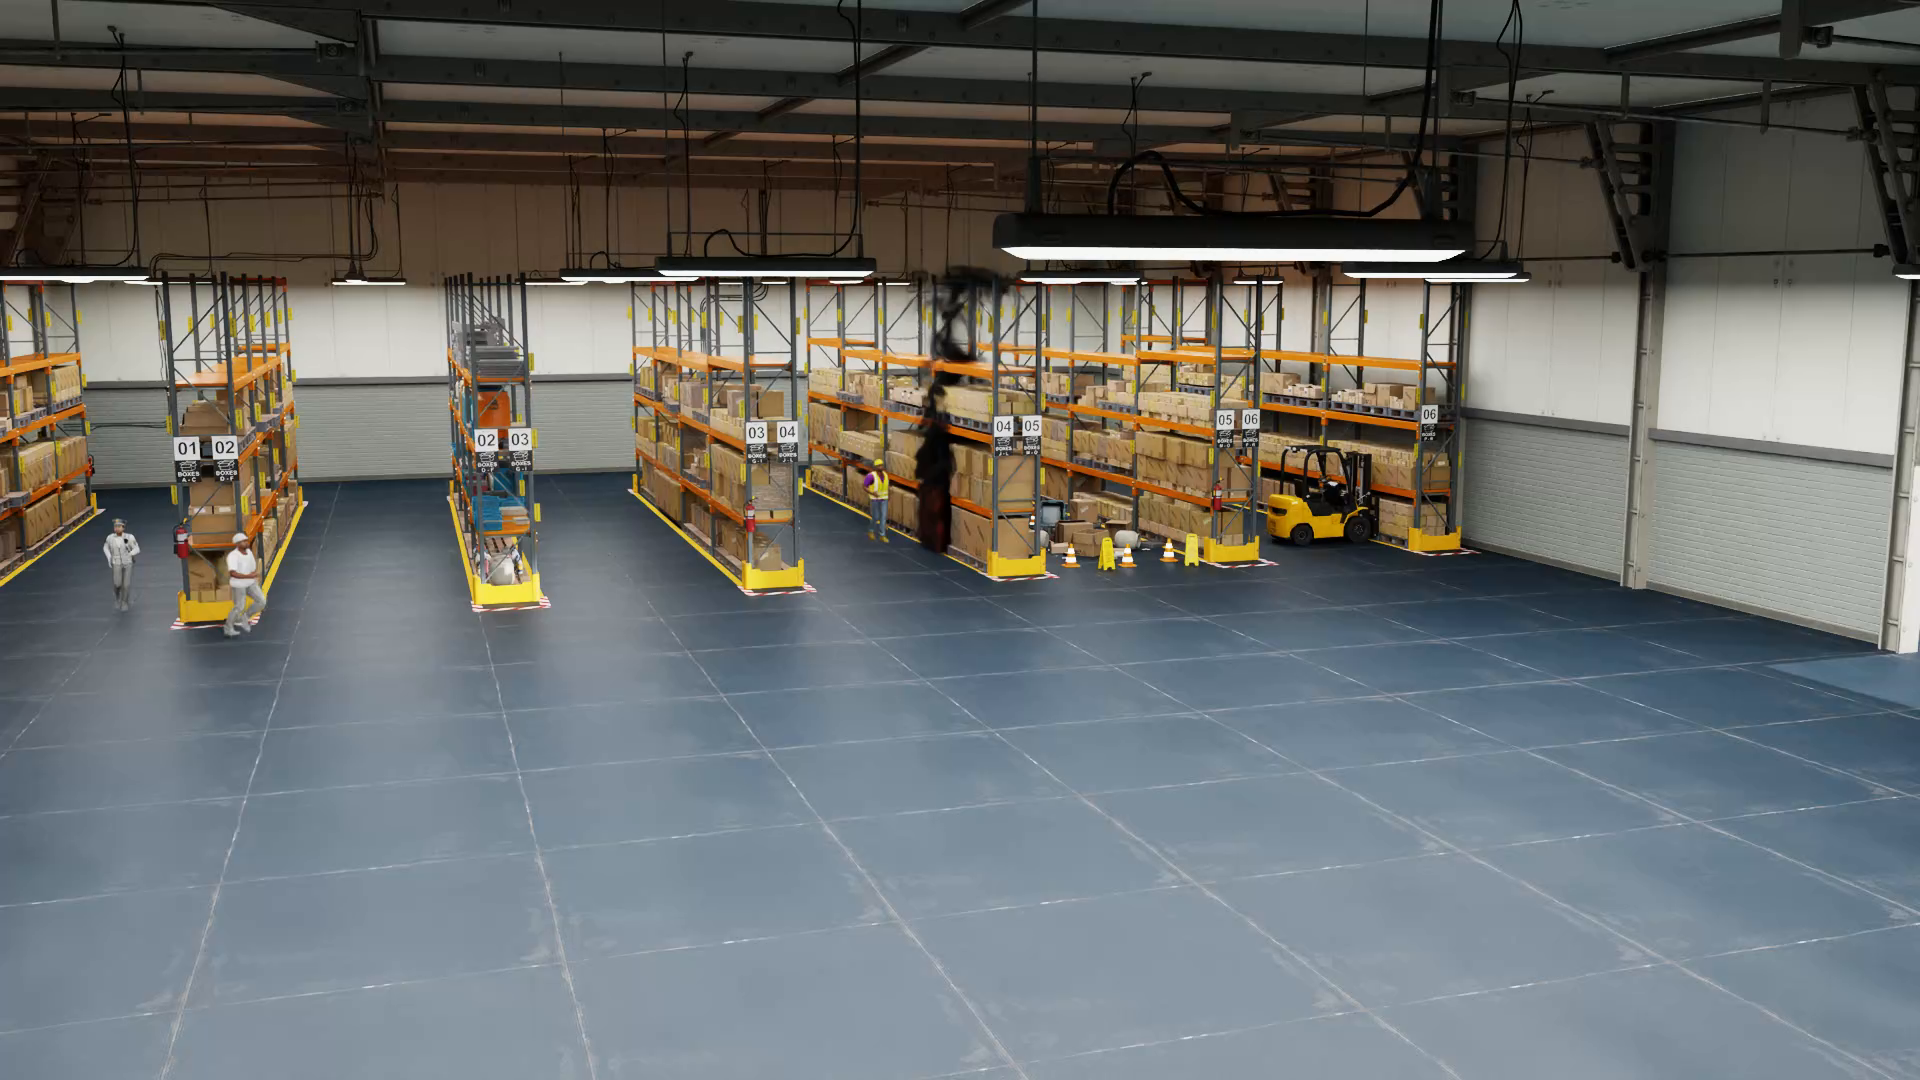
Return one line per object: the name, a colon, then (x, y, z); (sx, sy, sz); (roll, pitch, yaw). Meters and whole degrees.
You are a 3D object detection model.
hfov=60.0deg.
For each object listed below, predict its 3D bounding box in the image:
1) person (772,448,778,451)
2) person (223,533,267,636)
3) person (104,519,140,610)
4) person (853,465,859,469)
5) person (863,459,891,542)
person: (-4.912, -2.016, 45.615); (0.654, 1.752, 0.717); (-2, 9, -13)
person: (-11.800, 0.725, 27.454); (0.790, 1.712, 0.729); (2, 9, 15)
person: (-14.909, 0.443, 29.596); (0.593, 1.665, 0.593); (-4, 9, -23)
person: (-2.988, -2.783, 50.544); (0.955, 1.756, 0.709); (-6, 11, -35)
person: (-1.770, -0.861, 36.094); (0.703, 1.784, 0.796); (-5, 10, -30)
